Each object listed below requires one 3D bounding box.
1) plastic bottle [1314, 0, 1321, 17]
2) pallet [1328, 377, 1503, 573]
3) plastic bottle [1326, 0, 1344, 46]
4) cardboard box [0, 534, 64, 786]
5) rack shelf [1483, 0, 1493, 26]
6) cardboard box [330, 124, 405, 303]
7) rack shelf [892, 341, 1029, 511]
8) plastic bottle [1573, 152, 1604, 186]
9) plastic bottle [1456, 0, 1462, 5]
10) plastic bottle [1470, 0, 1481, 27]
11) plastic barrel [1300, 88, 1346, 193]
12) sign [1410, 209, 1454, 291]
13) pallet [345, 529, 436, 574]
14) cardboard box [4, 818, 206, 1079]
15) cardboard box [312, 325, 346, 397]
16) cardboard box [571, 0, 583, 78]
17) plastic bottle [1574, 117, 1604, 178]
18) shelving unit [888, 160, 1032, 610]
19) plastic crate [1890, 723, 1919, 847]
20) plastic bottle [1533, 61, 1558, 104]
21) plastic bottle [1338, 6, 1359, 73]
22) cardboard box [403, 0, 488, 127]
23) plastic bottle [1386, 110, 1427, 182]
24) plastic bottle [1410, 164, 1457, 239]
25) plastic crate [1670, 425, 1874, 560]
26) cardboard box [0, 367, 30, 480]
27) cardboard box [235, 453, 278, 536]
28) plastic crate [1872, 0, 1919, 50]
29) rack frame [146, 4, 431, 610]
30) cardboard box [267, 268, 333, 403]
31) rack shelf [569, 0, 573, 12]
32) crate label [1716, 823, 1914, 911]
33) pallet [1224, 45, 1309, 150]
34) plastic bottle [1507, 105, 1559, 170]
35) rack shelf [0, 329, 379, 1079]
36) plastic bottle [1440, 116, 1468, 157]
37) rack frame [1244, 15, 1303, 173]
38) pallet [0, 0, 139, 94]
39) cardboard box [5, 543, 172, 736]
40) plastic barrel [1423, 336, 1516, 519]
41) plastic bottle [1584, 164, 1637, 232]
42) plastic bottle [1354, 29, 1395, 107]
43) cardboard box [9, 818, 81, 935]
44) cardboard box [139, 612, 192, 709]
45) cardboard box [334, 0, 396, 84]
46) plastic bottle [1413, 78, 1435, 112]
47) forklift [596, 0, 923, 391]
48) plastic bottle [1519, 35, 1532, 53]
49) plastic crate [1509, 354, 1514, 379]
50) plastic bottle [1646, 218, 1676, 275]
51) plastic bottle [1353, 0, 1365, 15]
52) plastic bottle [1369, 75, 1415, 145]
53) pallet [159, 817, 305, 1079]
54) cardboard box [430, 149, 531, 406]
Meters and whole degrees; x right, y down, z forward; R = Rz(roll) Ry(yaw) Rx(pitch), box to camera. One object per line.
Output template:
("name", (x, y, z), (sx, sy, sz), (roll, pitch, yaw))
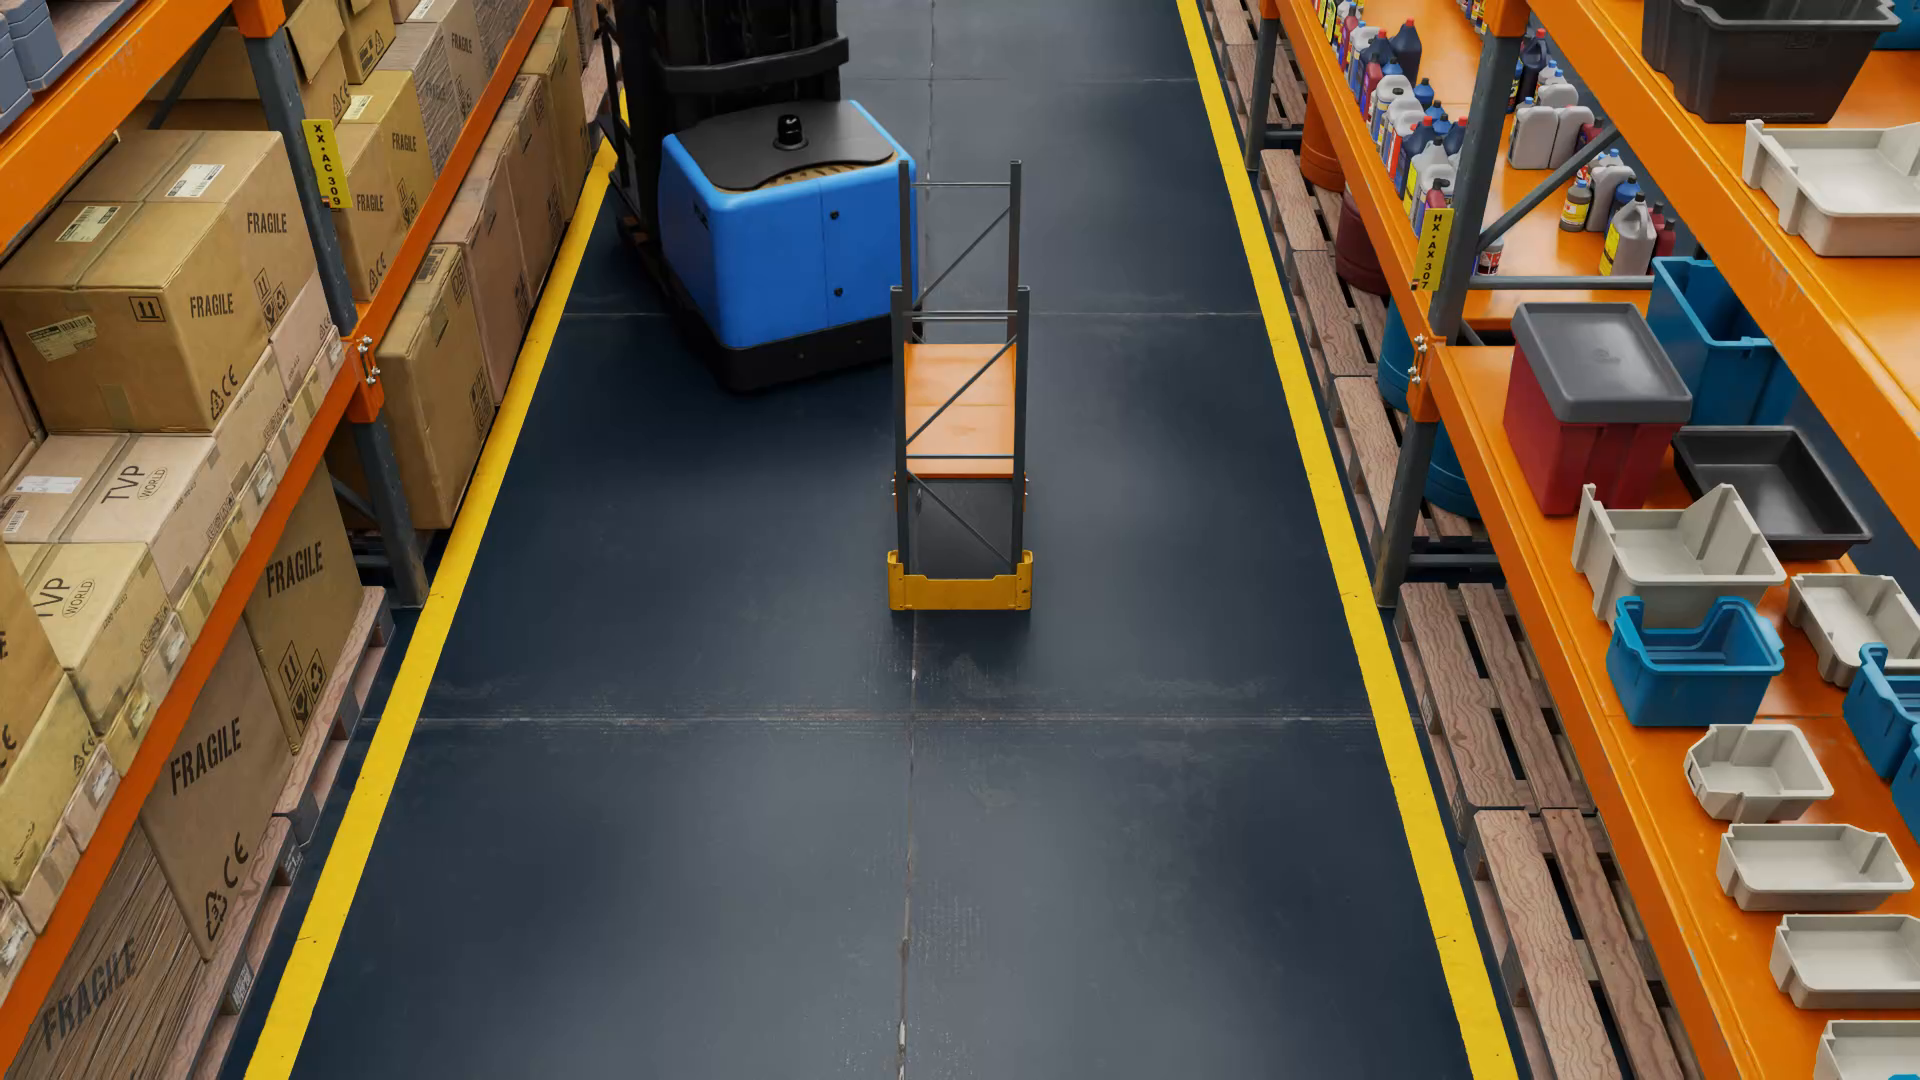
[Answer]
("plastic bottle", (1.902, -2.814, 8.463), (0.152, 0.276, 0.135), (0, 39, 0))
("pallet", (2.270, -0.316, 7.476), (1.003, 0.211, 1.213), (0, 39, 0))
("plastic bottle", (1.857, -2.589, 8.176), (0.061, 0.283, 0.133), (0, 39, 0))
("cardboard box", (-2.457, 0.296, 3.764), (0.500, 0.500, 0.500), (-1, 39, -1))
("rack shelf", (2.227, -3.062, 6.849), (1.077, 0.370, 4.000), (0, 39, 0))
("cardboard box", (-2.474, -1.245, 6.325), (0.500, 0.500, 0.500), (0, 39, 0))
("rack shelf", (0.000, -0.498, 6.960), (0.538, 0.185, 1.000), (0, 39, 0))
("plastic bottle", (2.636, -1.557, 6.953), (0.097, 0.201, 0.097), (0, 39, 0))
("plastic bottle", (2.634, -2.876, 8.599), (0.097, 0.201, 0.097), (0, 39, 0))
("plastic bottle", (2.634, -2.694, 8.372), (0.097, 0.201, 0.097), (0, 39, 0))
("plastic barrel", (2.242, -2.434, 9.288), (0.600, 0.830, 0.708), (0, 39, 0))
("sign", (1.679, -1.030, 5.916), (0.100, 0.325, 0.005), (0, 39, 0))
("pallet", (-2.800, -0.312, 7.471), (1.003, 0.211, 1.213), (0, 39, 0))
("cardboard box", (-2.801, 1.279, 4.618), (0.875, 0.875, 0.875), (0, 39, 0))
("cardboard box", (-2.396, -0.630, 5.838), (0.380, 0.149, 0.250), (0, 39, 0))
("cardboard box", (-2.749, -3.035, 10.285), (0.700, 0.500, 0.500), (-2, 39, -2))
("plastic bottle", (2.654, -1.661, 7.017), (0.061, 0.283, 0.133), (0, 39, 0))
("shelving unit", (0.000, -0.633, 6.840), (0.587, 1.500, 1.083), (0, 39, 0))
("plastic crate", (2.561, 0.644, 4.134), (0.416, 0.233, 0.300), (0, 39, 0))
("plastic bottle", (2.635, -2.019, 7.473), (0.097, 0.271, 0.097), (0, 39, 0))
("plastic bottle", (1.857, -2.384, 7.920), (0.061, 0.283, 0.133), (0, 39, 0))
("cardboard box", (-2.482, -2.195, 7.511), (0.500, 0.500, 0.500), (1, 39, 1))
("plastic bottle", (1.904, -1.663, 7.026), (0.152, 0.276, 0.135), (0, 39, 0))
("plastic bottle", (1.905, -1.348, 6.633), (0.152, 0.276, 0.135), (0, 39, 0))
("plastic crate", (2.499, -0.138, 5.195), (0.437, 0.125, 0.590), (0, 39, 0))
("cardboard box", (-2.981, -0.335, 4.552), (0.500, 0.500, 0.500), (-1, 39, -1))
("cardboard box", (-2.395, -0.147, 5.236), (0.380, 0.149, 0.250), (1, 39, 1))
("plastic crate", (2.549, -1.458, 4.406), (0.416, 0.233, 0.300), (0, 39, 0))
("rack frame", (-2.724, -0.918, 5.997), (1.000, 3.000, 0.127), (0, 39, 0))
("cardboard box", (-2.461, -0.700, 5.607), (0.500, 0.250, 0.500), (-1, 39, -1))
("rack shelf", (-2.731, -4.389, 10.904), (1.077, 0.370, 4.000), (0, 39, 0))
("crate label", (2.041, 0.794, 4.023), (0.396, 0.136, 0.243), (0, 39, 0))
("pallet", (2.262, -2.819, 10.599), (1.003, 0.211, 1.213), (0, 39, 0))
("plastic bottle", (2.456, -1.742, 7.124), (0.152, 0.276, 0.135), (0, 39, 0))
("rack shelf", (-2.722, 0.613, 4.661), (1.077, 0.370, 4.000), (0, 39, 0))
("plastic bottle", (2.045, -1.593, 6.878), (0.144, 0.351, 0.185), (0, 39, 0))
("rack frame", (2.224, -3.423, 9.123), (1.000, 3.000, 0.127), (0, 39, 0))
("pallet", (-2.733, -1.542, 4.448), (1.003, 0.211, 1.213), (0, 39, 0))
("cardboard box", (-2.460, 0.260, 4.409), (0.500, 0.250, 0.500), (-1, 39, -1))
("plastic barrel", (2.246, -0.607, 6.951), (0.600, 0.901, 0.708), (0, 39, 0))
("plastic bottle", (2.609, -1.392, 6.687), (0.152, 0.276, 0.135), (0, 39, 0))
("plastic bottle", (1.900, -2.166, 7.593), (0.144, 0.351, 0.185), (0, 39, 0))
("cardboard box", (-2.393, 0.817, 4.033), (0.380, 0.149, 0.250), (-1, 39, -1))
("cardboard box", (-2.395, 0.333, 4.636), (0.380, 0.149, 0.250), (1, 39, 1))
("cardboard box", (-2.722, -2.177, 6.686), (0.797, 0.503, 0.637), (0, 39, 0))
("plastic bottle", (2.029, -1.902, 7.328), (0.097, 0.271, 0.097), (0, 39, 0))
("forklift", (-1.264, -2.780, 8.375), (1.130, 2.935, 3.031), (-16, 41, -19))
("plastic bottle", (2.592, -2.211, 7.704), (0.061, 0.283, 0.133), (0, 39, 0))
("plastic crate", (2.087, -0.551, 5.702), (0.396, 0.136, 0.243), (0, 39, 0))
("plastic bottle", (2.655, -1.106, 6.324), (0.061, 0.283, 0.133), (0, 39, 0))
("plastic bottle", (2.027, -2.797, 8.501), (0.097, 0.201, 0.097), (0, 39, 0))
("plastic bottle", (1.904, -1.892, 7.312), (0.152, 0.276, 0.135), (0, 39, 0))
("pallet", (-2.797, 1.411, 5.321), (1.003, 0.211, 1.213), (0, 39, 0))
("cardboard box", (-2.746, -1.212, 7.727), (1.225, 0.875, 0.875), (-1, 39, -2))
